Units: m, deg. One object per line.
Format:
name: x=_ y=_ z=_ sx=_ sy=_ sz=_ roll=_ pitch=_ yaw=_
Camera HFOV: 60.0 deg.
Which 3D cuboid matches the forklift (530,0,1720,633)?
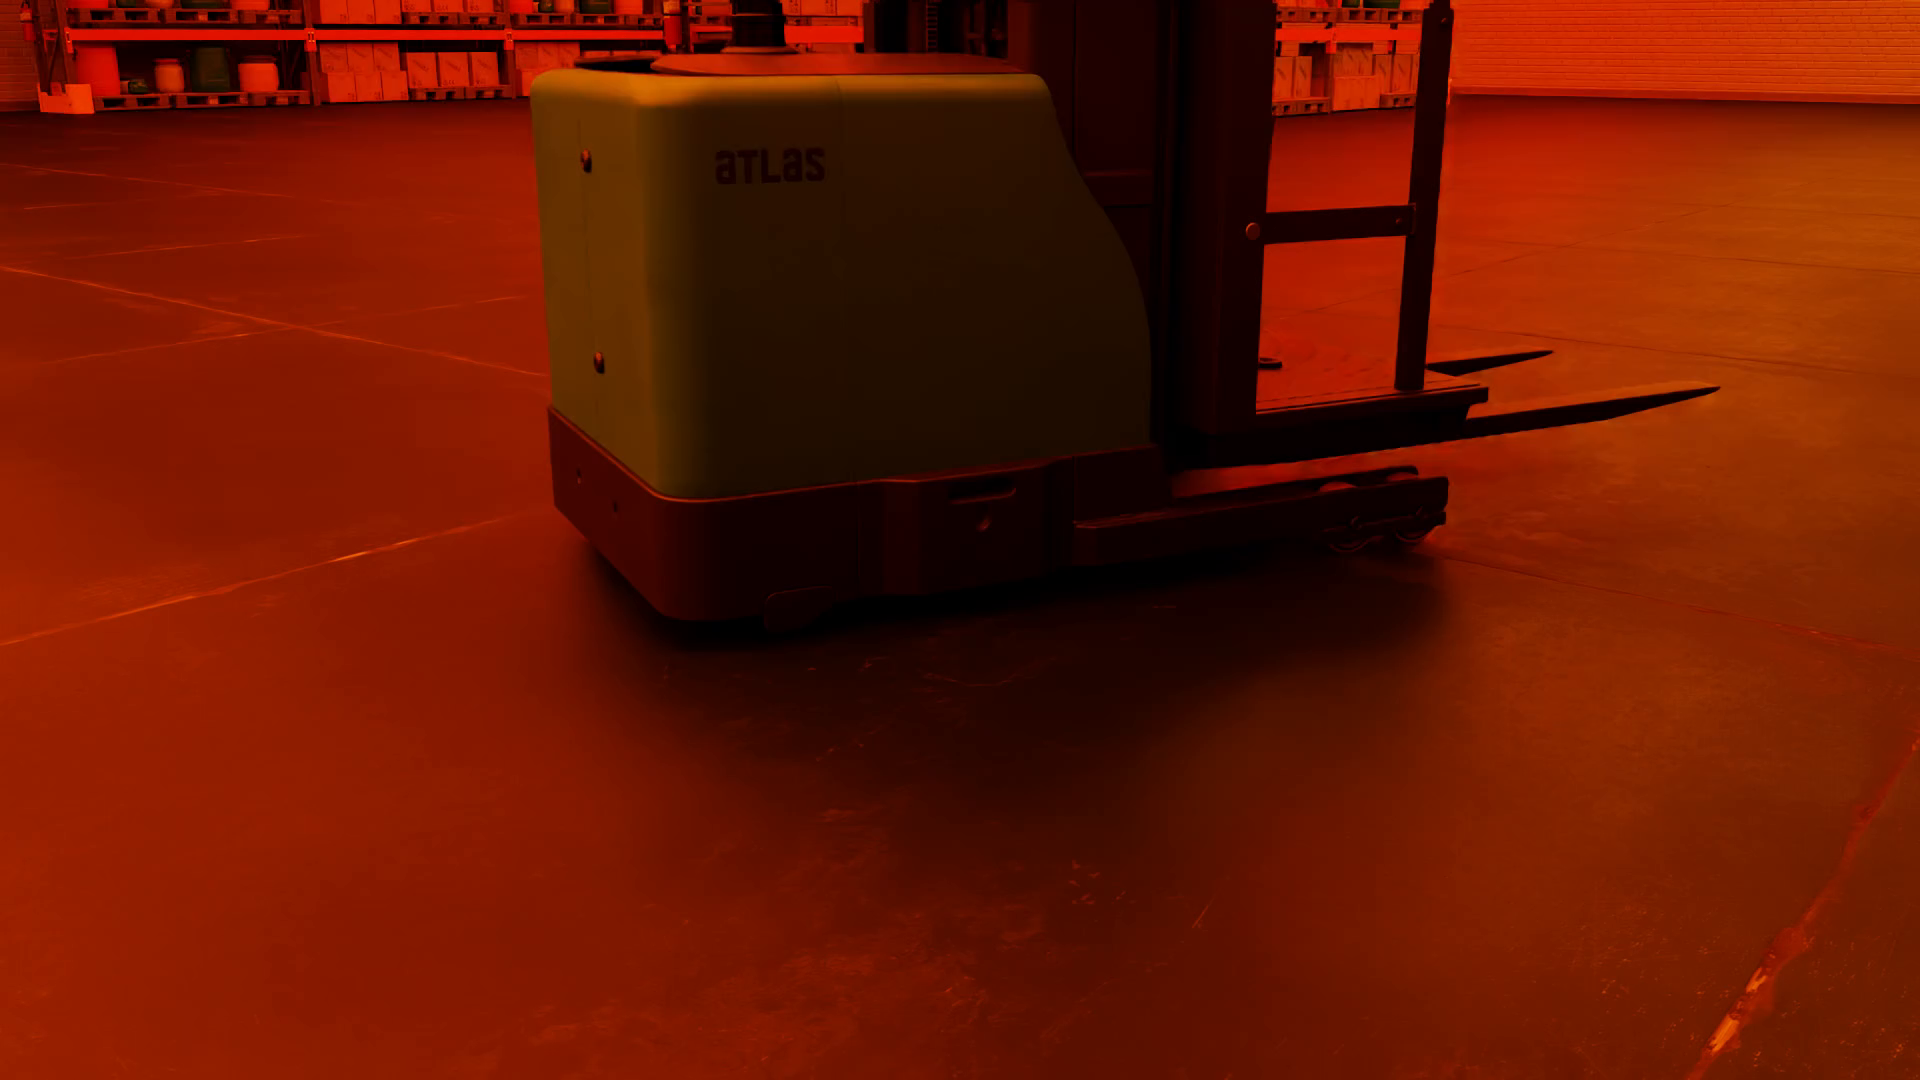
forklift: x=0.580 y=-1.499 z=3.834 sx=3.031 sy=2.935 sz=1.130 roll=-8 pitch=19 yaw=-25
